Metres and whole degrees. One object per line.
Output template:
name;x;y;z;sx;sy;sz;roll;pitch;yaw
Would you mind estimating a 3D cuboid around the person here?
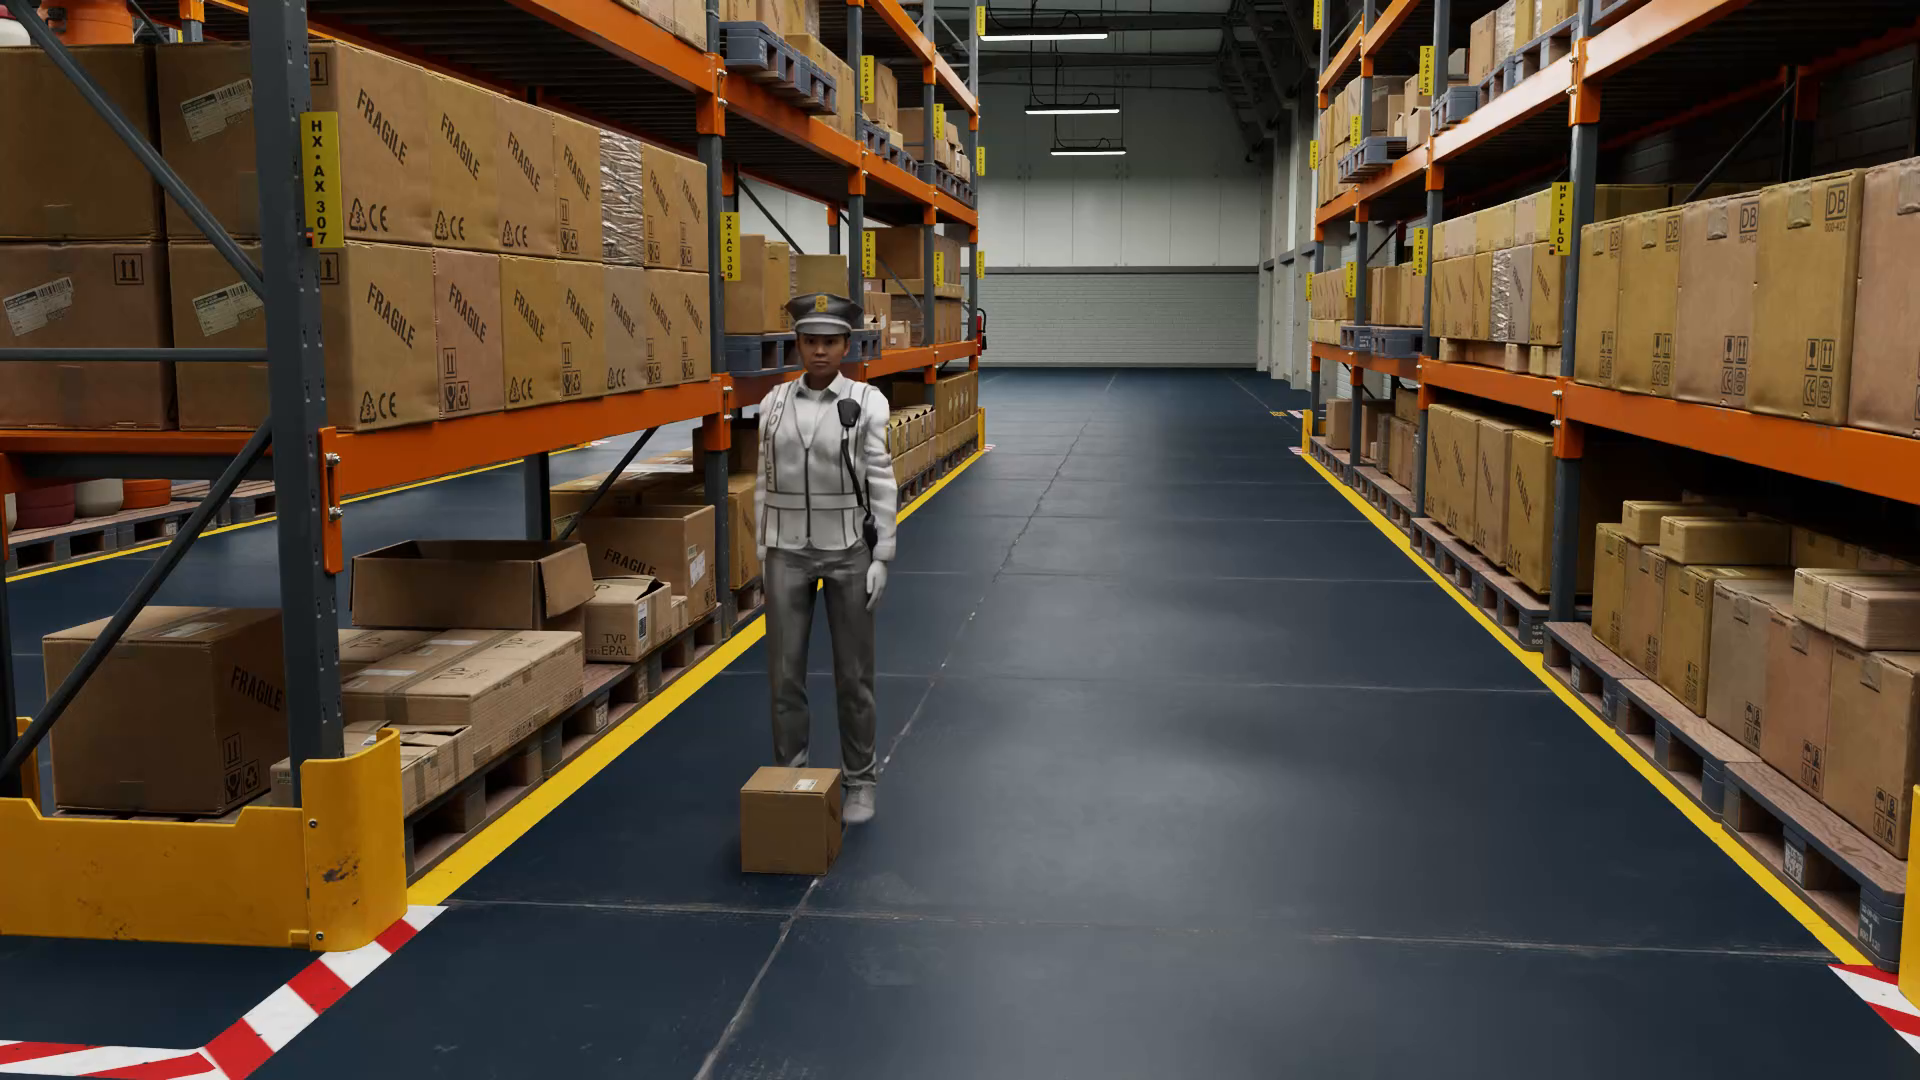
person;-0.434;0.072;5.291;0.465;1.703;0.343;1;8;8
